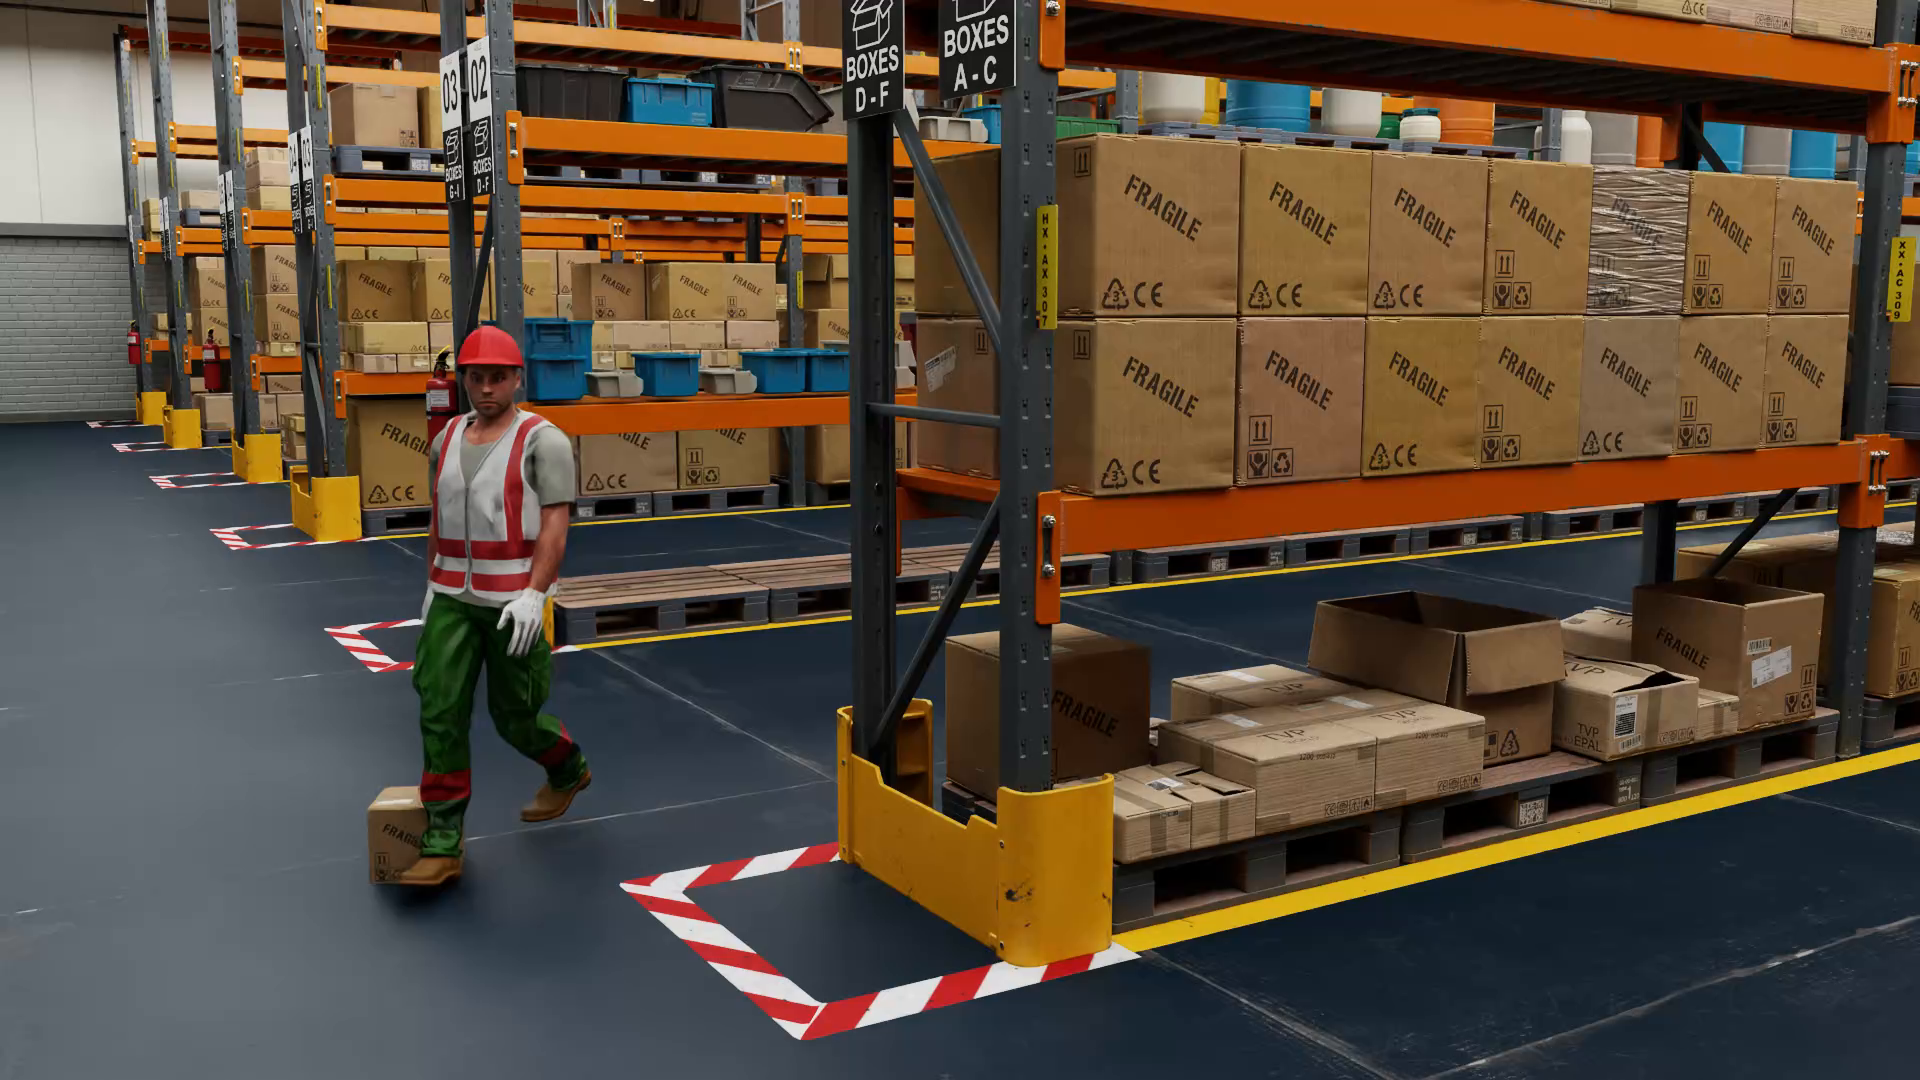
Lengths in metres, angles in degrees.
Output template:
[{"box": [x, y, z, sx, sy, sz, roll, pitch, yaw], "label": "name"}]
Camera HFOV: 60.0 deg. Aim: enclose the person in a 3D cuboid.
[{"box": [-1.543, 0.198, 5.358, 0.617, 1.763, 0.871, 3, 8, 17], "label": "person"}]
